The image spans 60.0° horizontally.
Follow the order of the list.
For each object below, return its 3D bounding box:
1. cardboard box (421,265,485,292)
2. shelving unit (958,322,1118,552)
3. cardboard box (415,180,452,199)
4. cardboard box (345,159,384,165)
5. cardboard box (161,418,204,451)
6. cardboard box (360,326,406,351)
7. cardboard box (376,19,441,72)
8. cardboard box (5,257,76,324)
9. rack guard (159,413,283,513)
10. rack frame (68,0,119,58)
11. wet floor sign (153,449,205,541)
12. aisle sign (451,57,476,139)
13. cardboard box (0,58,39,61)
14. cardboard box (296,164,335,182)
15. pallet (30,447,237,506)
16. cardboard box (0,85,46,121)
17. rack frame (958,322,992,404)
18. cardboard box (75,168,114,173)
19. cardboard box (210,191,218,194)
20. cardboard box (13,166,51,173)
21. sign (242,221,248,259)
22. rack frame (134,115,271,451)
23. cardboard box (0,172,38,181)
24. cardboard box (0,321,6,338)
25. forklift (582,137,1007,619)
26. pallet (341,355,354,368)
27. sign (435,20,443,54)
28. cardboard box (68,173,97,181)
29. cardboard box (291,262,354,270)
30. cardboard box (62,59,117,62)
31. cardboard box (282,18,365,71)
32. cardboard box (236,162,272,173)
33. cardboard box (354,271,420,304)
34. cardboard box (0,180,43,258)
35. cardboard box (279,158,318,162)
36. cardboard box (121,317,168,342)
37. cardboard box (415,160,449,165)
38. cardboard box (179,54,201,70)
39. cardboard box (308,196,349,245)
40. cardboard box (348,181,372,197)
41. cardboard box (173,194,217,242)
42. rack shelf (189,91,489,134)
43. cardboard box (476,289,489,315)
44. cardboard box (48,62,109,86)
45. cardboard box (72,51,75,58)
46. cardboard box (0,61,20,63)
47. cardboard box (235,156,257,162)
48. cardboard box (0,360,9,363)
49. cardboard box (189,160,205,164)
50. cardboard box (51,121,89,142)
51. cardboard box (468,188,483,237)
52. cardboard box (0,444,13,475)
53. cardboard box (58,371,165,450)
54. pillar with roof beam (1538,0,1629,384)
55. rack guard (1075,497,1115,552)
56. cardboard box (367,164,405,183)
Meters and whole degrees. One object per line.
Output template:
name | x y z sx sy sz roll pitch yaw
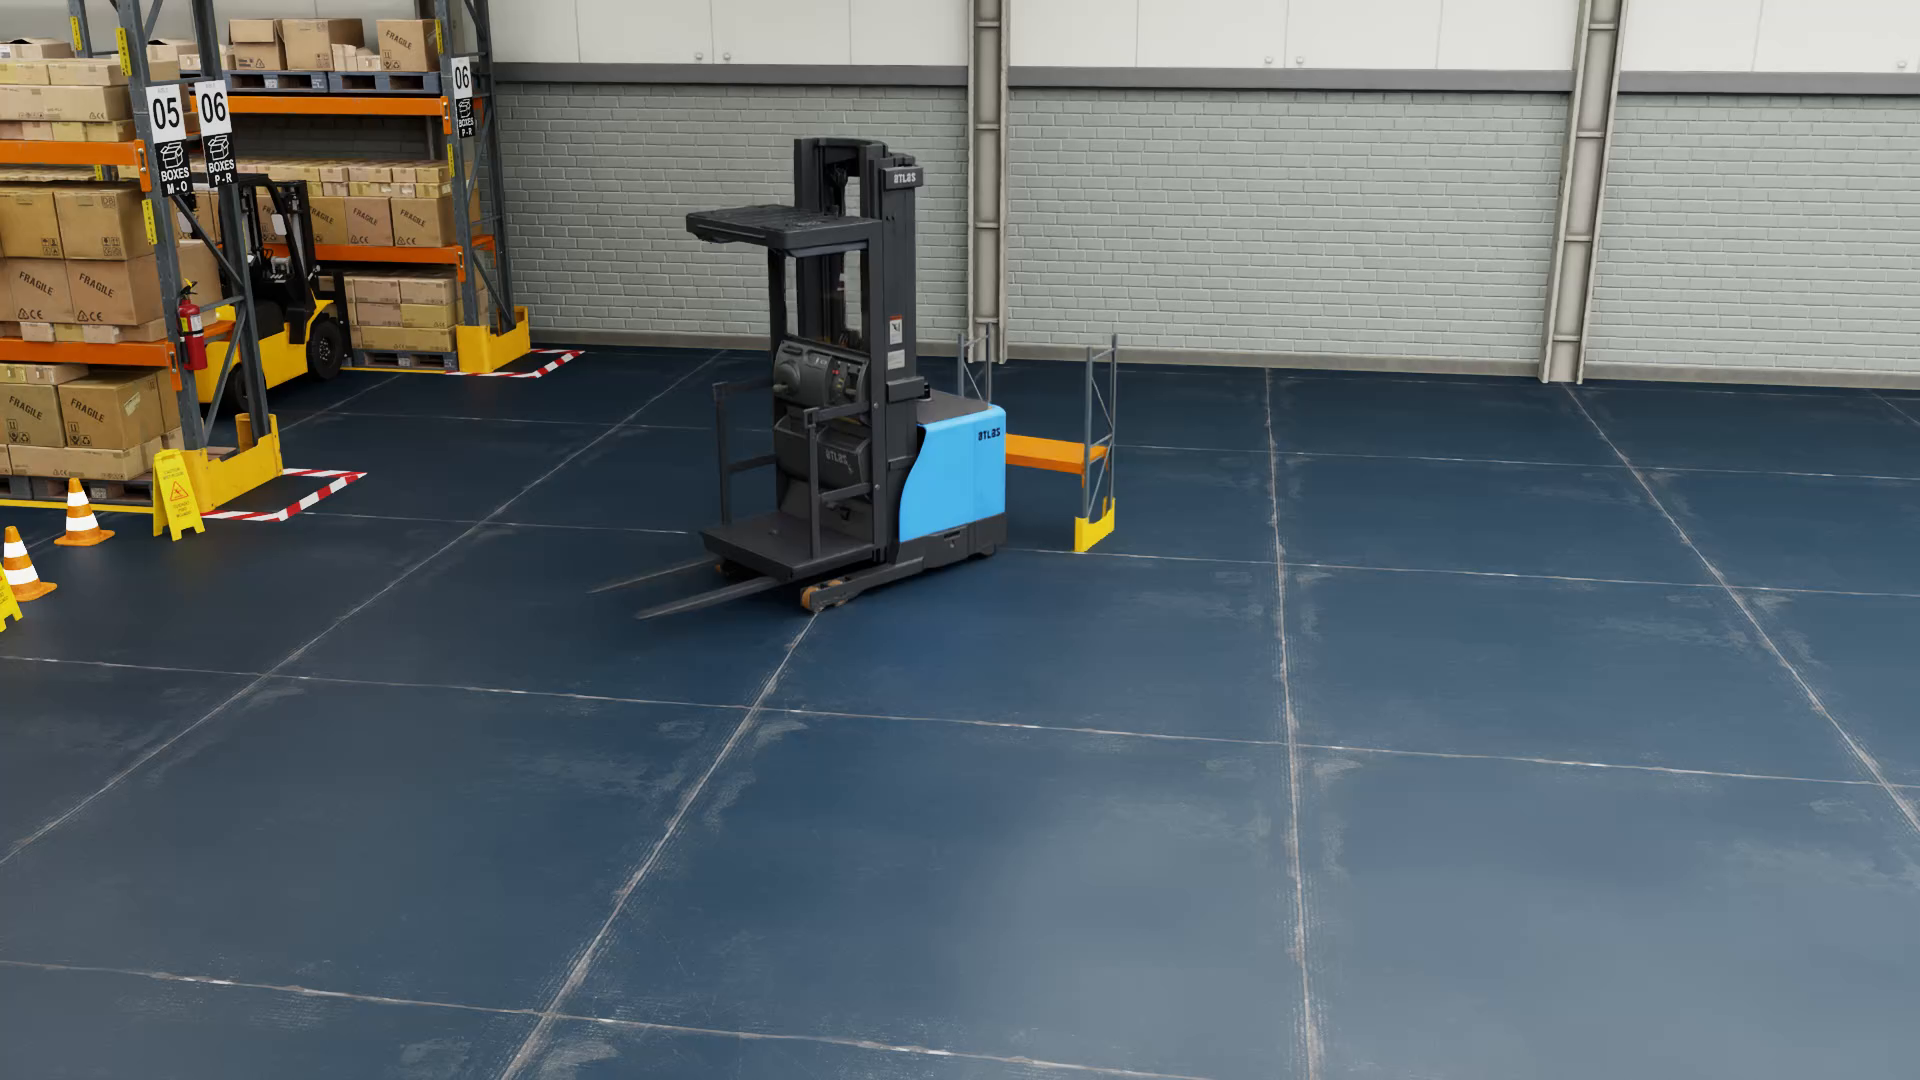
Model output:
cardboard box | -5.522 -2.823 18.109 0.500 0.250 0.500 3 19 8
shelving unit | -7.278 -1.262 13.237 15.973 1.800 5.886 9 21 26
cardboard box | -5.464 -3.655 17.319 0.250 0.149 0.380 3 19 9
cardboard box | -6.397 -4.005 17.898 0.250 0.149 0.380 4 19 10
cardboard box | -6.614 -0.837 13.750 0.500 0.250 0.500 3 19 8
cardboard box | -6.081 -2.218 17.876 0.500 0.250 0.500 3 19 9
cardboard box | -5.553 -5.033 16.912 0.500 0.500 0.500 4 19 10
cardboard box | -6.934 -1.971 12.840 0.500 0.500 0.500 3 19 9
rack guard | -5.936 -0.633 13.408 0.348 0.500 1.175 3 19 9
rack frame | -9.027 -6.416 17.298 0.127 3.000 1.000 3 19 9
wet floor sign | -5.843 -0.354 12.343 0.232 0.644 0.267 10 21 27
aisle sign | -5.059 -4.508 16.951 0.004 0.787 0.394 3 19 9
cardboard box | -7.409 -3.675 12.971 0.250 0.149 0.380 3 19 10
cardboard box | -6.741 -3.851 17.437 0.250 0.149 0.380 3 19 10
pallet | -6.733 -0.548 13.609 1.213 0.211 1.003 3 19 9
cardboard box | -6.904 -3.279 12.415 0.500 0.250 0.500 3 19 8
rack frame | 0.109 -0.856 12.497 0.032 1.500 0.500 9 21 26
cardboard box | -9.596 -4.041 18.474 0.250 0.149 0.380 2 19 7
cardboard box | -7.746 -3.762 17.639 0.250 0.149 0.380 3 19 8
cardboard box | -10.340 -4.081 18.593 0.250 0.149 0.380 3 19 9
sign | -5.775 -2.395 13.371 0.005 0.325 0.100 3 19 9
rack frame | -5.861 -1.815 13.000 0.127 3.000 1.000 3 19 9
cardboard box | -10.171 -3.882 17.998 0.250 0.149 0.380 2 19 7
cardboard box | -7.538 -1.690 13.023 0.250 0.149 0.380 3 19 8
forklift | -1.085 -1.102 10.977 3.031 2.935 1.130 -16 25 -40
pallet | -7.040 -2.135 18.352 1.213 0.211 1.003 3 19 9
sign | -5.177 -5.006 16.538 0.005 0.325 0.100 3 19 9
cardboard box | -9.399 -3.874 17.975 0.250 0.149 0.380 4 19 11
cardboard box | -7.013 -2.904 18.349 0.500 0.250 0.500 3 19 8
cardboard box | -6.668 -3.618 12.800 0.250 0.149 0.380 3 19 9
cardboard box | -6.549 -5.115 17.160 0.500 0.500 0.700 3 19 9
cardboard box | -7.475 -3.919 17.639 0.250 0.149 0.380 3 19 8
cardboard box | -6.087 -2.689 17.708 0.500 0.250 0.500 3 19 10
cardboard box | -7.419 -2.456 12.714 0.500 0.500 0.700 3 19 8
cardboard box | -7.159 -4.049 18.029 0.250 0.149 0.380 3 19 10
cardboard box | -6.264 -1.648 12.896 0.250 0.149 0.380 4 19 10
cardboard box | -5.628 -3.983 17.831 0.250 0.149 0.380 4 19 11
cardboard box | -7.873 -4.965 17.264 0.250 0.149 0.380 3 19 10
cardboard box | -6.622 -3.415 17.624 0.500 0.500 0.500 3 19 8
cardboard box | -6.211 -3.707 17.474 0.250 0.149 0.380 3 19 8
cardboard box | -8.113 -3.494 17.860 0.500 0.500 0.500 3 19 10
rack shelf | -7.052 -4.552 17.587 4.000 0.370 1.077 3 19 9
cardboard box | -5.509 -2.591 18.204 0.500 0.250 0.500 3 19 10
cardboard box | -6.491 -3.446 12.287 0.250 0.149 0.380 3 19 10
cardboard box | -9.834 -5.226 18.043 0.250 0.149 0.380 3 19 9
cardboard box | -7.228 -3.497 12.438 0.250 0.149 0.380 3 19 9
cardboard box | -7.902 -4.118 18.236 0.250 0.149 0.380 3 19 8
cardboard box | -7.574 -1.357 13.098 0.250 0.149 0.380 4 19 11
cardboard box | -8.234 -3.964 17.773 0.250 0.149 0.380 3 19 8
cardboard box | -6.509 -3.051 12.362 0.250 0.149 0.380 3 19 9
cardboard box | -5.523 -3.530 17.967 0.500 0.500 0.500 4 19 10
cardboard box | -7.730 -0.720 13.398 0.500 0.250 0.500 2 19 7
cardboard box | -6.694 -1.024 13.127 0.500 0.500 0.500 3 19 9
pillar with roof beam | 5.543 -4.580 11.809 0.400 9.000 9.100 3 19 9
rack guard | 0.995 -0.118 12.262 0.087 0.250 0.587 9 21 26
cardboard box | -5.976 -3.826 17.361 0.250 0.149 0.380 3 19 10
